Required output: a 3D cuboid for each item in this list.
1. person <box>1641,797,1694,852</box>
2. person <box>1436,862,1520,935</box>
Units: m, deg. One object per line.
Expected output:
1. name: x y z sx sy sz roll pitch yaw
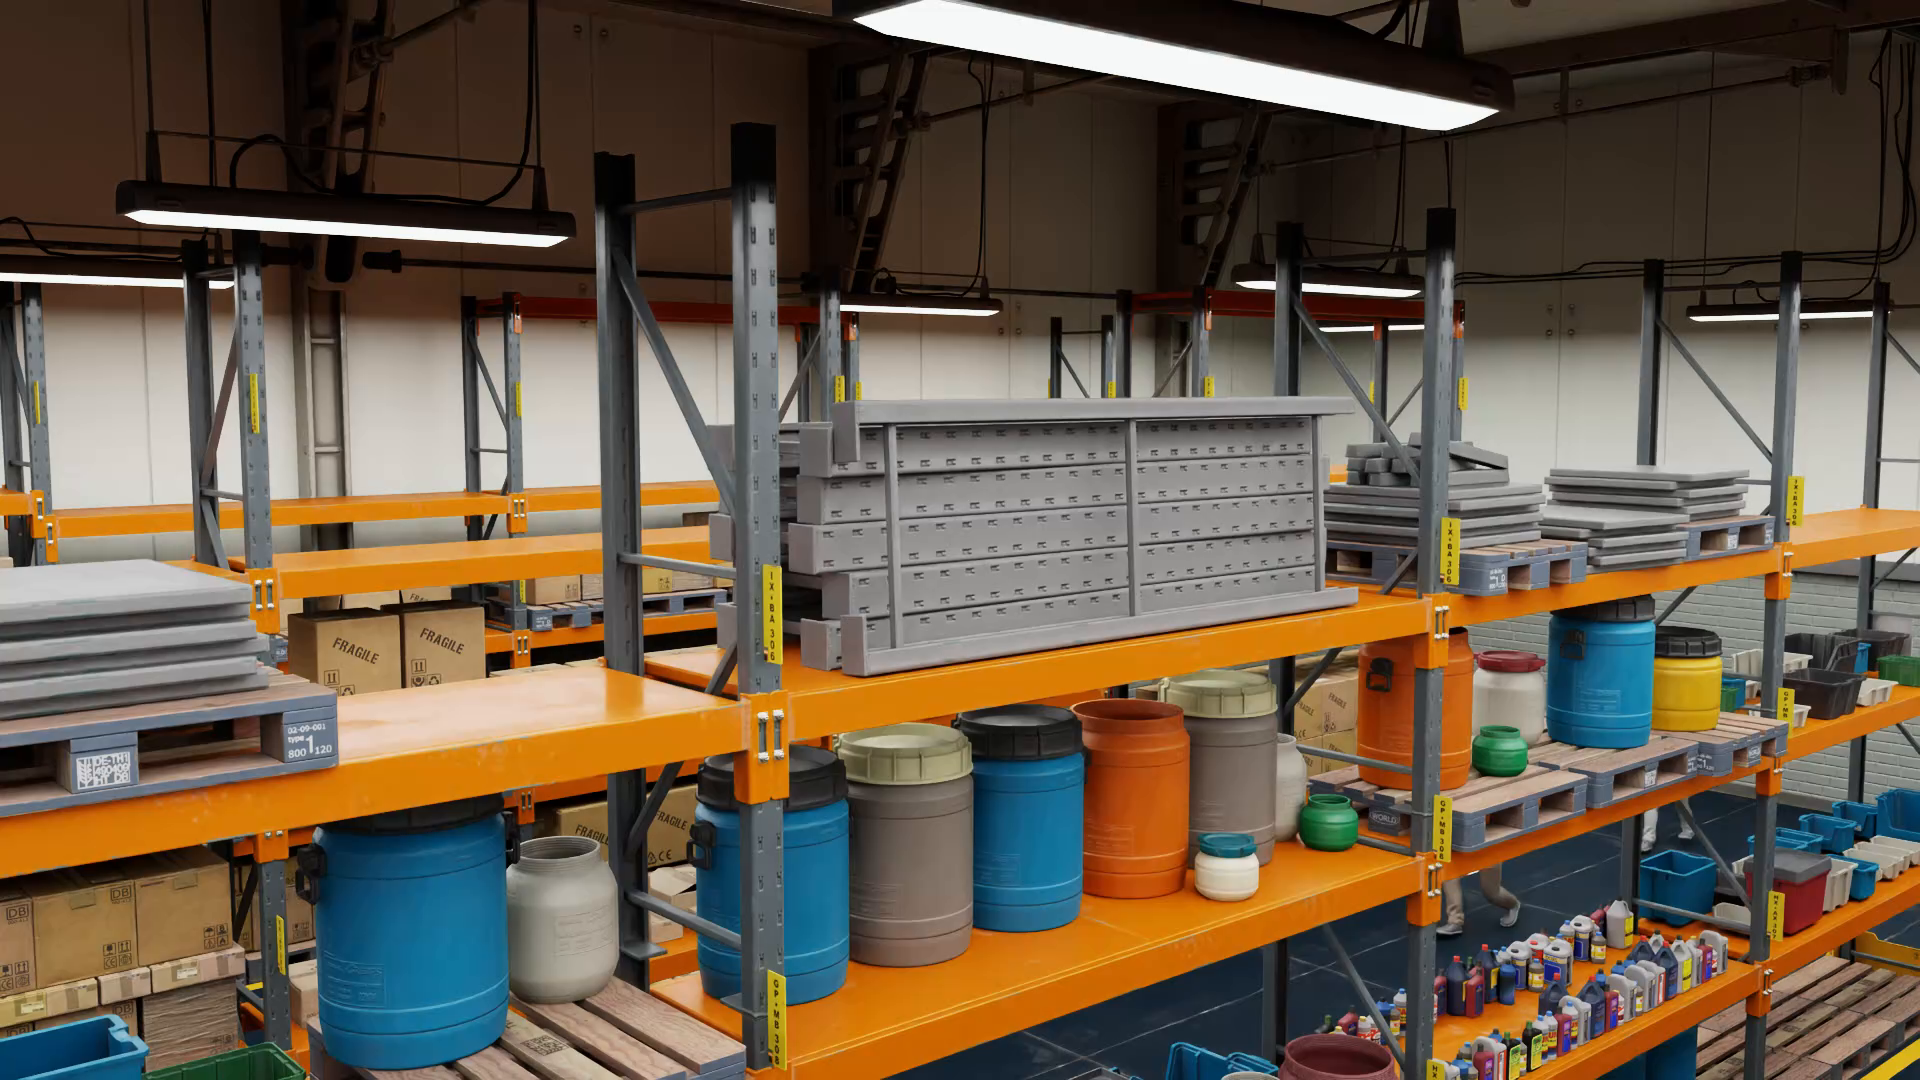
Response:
1. person: 7.859 2.607 18.426 1.022 1.605 0.477 -5 8 -44
2. person: 4.859 2.879 15.657 1.001 1.610 0.527 -4 7 -36
